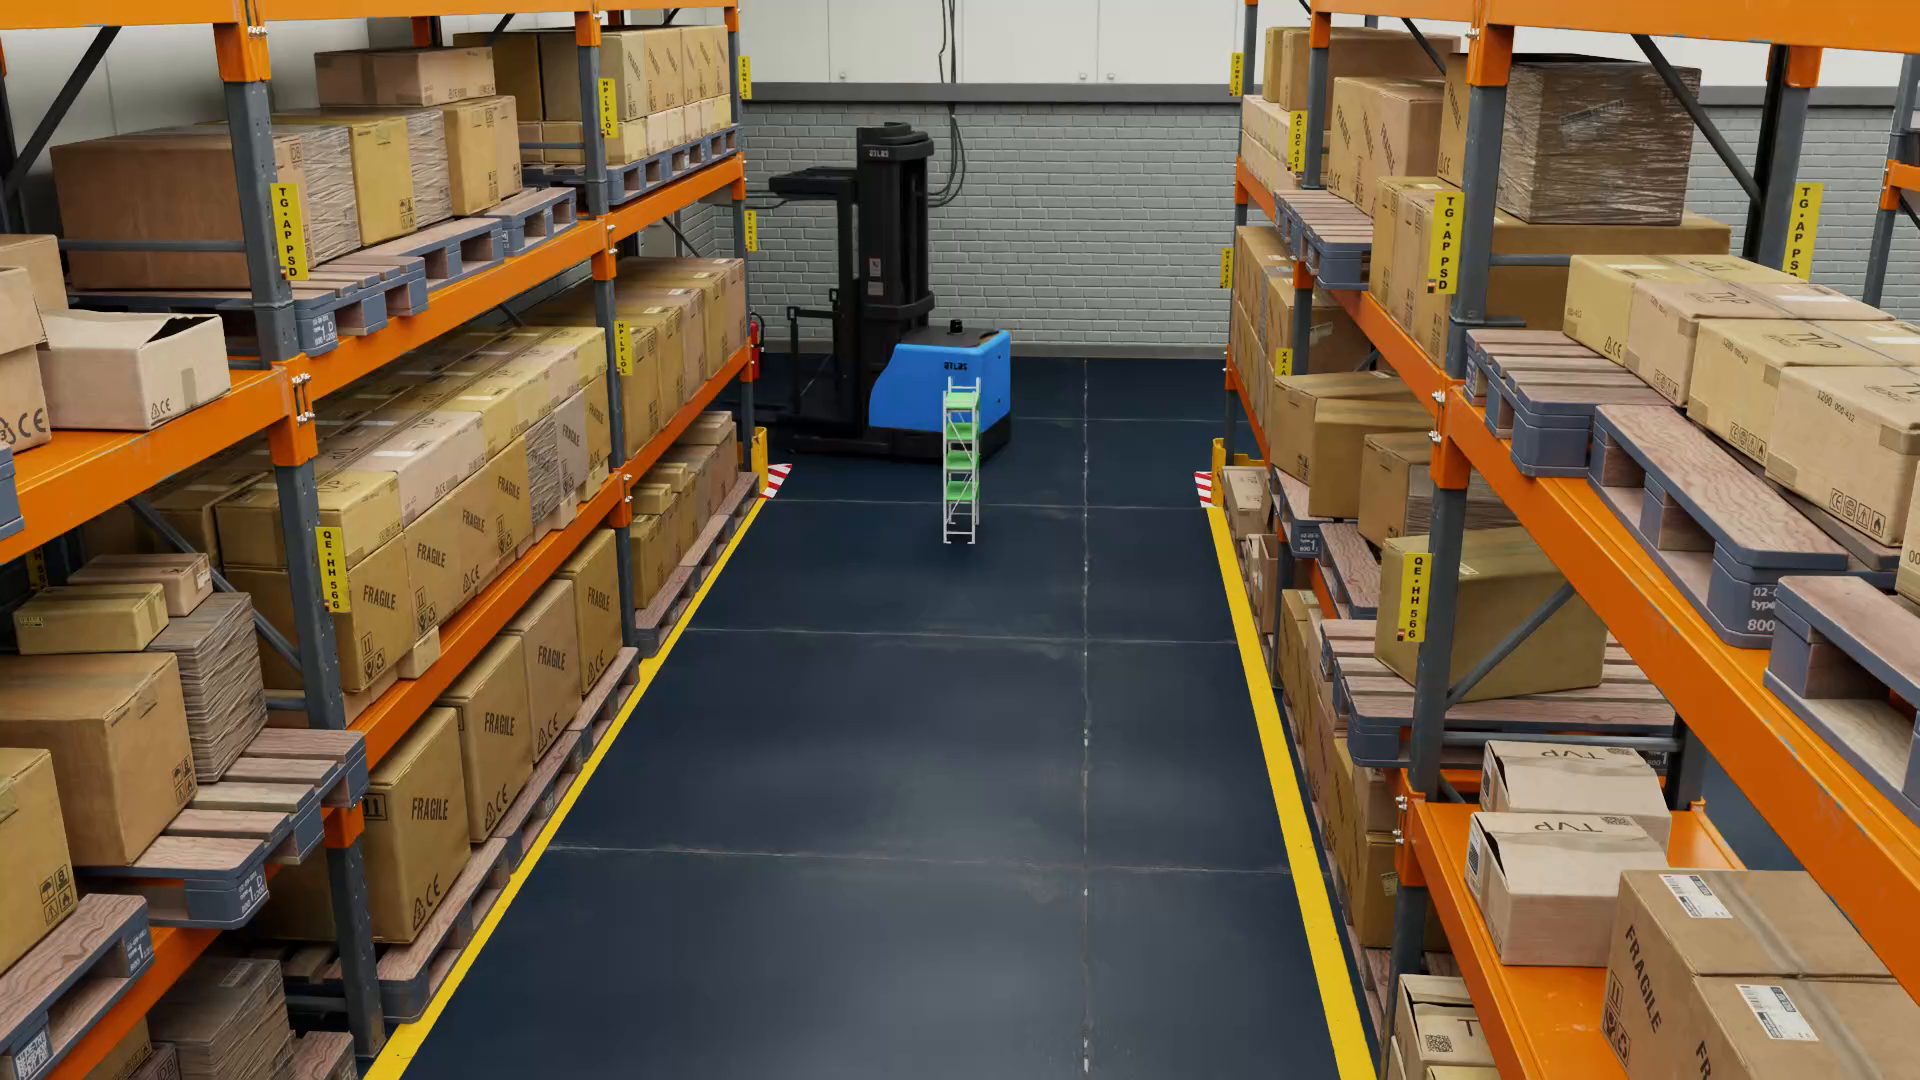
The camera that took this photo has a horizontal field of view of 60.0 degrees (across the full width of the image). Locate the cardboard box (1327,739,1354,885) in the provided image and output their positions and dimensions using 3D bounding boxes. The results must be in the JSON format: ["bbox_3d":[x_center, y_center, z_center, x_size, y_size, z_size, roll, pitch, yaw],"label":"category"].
[{"bbox_3d":[1.990,1.245,7.614,0.500,0.500,0.500,1,18,2],"label":"cardboard box"}]

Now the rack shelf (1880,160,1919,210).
[{"bbox_3d":[7.490,-2.113,10.892,1.077,0.370,4.000,1,18,4],"label":"rack shelf"}]

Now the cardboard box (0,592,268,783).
[{"bbox_3d":[-2.846,0.503,5.704,0.700,0.500,0.500,-1,18,-3],"label":"cardboard box"}]

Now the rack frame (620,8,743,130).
[{"bbox_3d":[-2.248,-4.722,12.883,1.000,3.000,0.127,1,18,4],"label":"rack frame"}]

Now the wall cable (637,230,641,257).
[{"bbox_3d":[-3.100,-2.773,14.937,0.084,1.984,1.851,1,18,4],"label":"wall cable"}]

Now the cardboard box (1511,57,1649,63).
[{"bbox_3d":[2.193,-1.519,6.159,0.500,0.500,0.500,1,18,4],"label":"cardboard box"}]

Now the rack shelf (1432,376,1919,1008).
[{"bbox_3d":[1.976,0.260,3.650,1.077,0.370,4.000,1,18,4],"label":"rack shelf"}]

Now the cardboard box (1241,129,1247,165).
[{"bbox_3d":[2.402,-2.962,12.570,0.500,0.250,0.500,1,18,4],"label":"cardboard box"}]

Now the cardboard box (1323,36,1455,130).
[{"bbox_3d":[2.403,-2.620,9.517,0.700,0.500,0.500,1,18,4],"label":"cardboard box"}]

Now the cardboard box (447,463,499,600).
[{"bbox_3d":[-2.448,-0.047,7.579,0.500,0.500,0.500,1,18,4],"label":"cardboard box"}]

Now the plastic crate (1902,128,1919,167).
[{"bbox_3d":[7.328,-2.900,12.350,0.497,0.269,0.590,1,18,4],"label":"plastic crate"}]

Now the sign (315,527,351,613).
[{"bbox_3d":[-2.280,0.110,6.039,0.100,0.325,0.005,1,18,4],"label":"sign"}]

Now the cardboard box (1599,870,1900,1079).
[{"bbox_3d":[2.015,1.197,4.294,0.500,0.500,0.500,0,18,1],"label":"cardboard box"}]

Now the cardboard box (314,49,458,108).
[{"bbox_3d":[-2.754,-2.225,8.009,0.500,0.250,0.500,1,18,2],"label":"cardboard box"}]

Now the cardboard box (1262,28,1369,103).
[{"bbox_3d":[2.552,-3.397,11.889,0.700,0.500,0.500,1,18,4],"label":"cardboard box"}]

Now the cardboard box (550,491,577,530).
[{"bbox_3d":[-2.295,-0.166,8.984,0.380,0.149,0.250,1,18,4],"label":"cardboard box"}]

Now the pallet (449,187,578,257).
[{"bbox_3d":[-2.552,-1.678,8.716,0.805,0.209,1.217,1,18,2],"label":"pallet"}]

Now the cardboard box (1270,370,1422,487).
[{"bbox_3d":[2.149,-0.625,9.177,0.700,0.500,0.500,-5,19,-15],"label":"cardboard box"}]

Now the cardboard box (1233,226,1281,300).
[{"bbox_3d":[2.398,-2.153,12.909,0.500,0.500,0.500,2,18,6],"label":"cardboard box"}]

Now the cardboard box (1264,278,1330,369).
[{"bbox_3d":[2.218,-1.364,10.503,0.500,0.500,0.500,1,18,3],"label":"cardboard box"}]

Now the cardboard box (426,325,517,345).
[{"bbox_3d":[-2.828,-1.047,9.426,0.500,0.250,0.500,2,18,6],"label":"cardboard box"}]

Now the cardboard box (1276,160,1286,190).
[{"bbox_3d":[2.222,-2.186,10.201,0.500,0.250,0.500,1,18,4],"label":"cardboard box"}]

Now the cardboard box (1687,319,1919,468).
[{"bbox_3d":[2.071,-0.348,3.918,0.500,0.250,0.500,1,18,3],"label":"cardboard box"}]

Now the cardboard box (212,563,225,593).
[{"bbox_3d":[-3.051,0.262,6.635,0.500,0.500,0.500,1,18,4],"label":"cardboard box"}]

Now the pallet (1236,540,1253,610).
[{"bbox_3d":[2.541,0.212,11.937,1.003,0.211,1.213,1,18,4],"label":"pallet"}]

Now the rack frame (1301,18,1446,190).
[{"bbox_3d":[2.406,-3.371,8.758,1.000,3.000,0.127,1,18,4],"label":"rack frame"}]

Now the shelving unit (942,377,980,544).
[{"bbox_3d":[0.012,-0.622,12.893,0.258,1.200,0.503,1,18,4],"label":"shelving unit"}]

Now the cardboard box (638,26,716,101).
[{"bbox_3d":[-2.075,-3.440,11.990,0.500,0.500,0.500,2,18,6],"label":"cardboard box"}]

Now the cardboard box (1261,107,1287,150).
[{"bbox_3d":[2.284,-2.734,11.071,0.500,0.250,0.500,1,18,4],"label":"cardboard box"}]

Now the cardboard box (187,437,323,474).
[{"bbox_3d":[-3.007,-0.249,6.991,0.500,0.250,0.500,1,18,2],"label":"cardboard box"}]

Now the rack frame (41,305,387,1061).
[{"bbox_3d":[-2.822,0.613,6.235,1.000,3.000,0.127,1,18,4],"label":"rack frame"}]

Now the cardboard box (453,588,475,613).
[{"bbox_3d":[-2.503,0.226,7.788,0.380,0.149,0.250,2,18,5],"label":"cardboard box"}]

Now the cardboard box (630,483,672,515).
[{"bbox_3d":[-2.173,-0.281,11.263,0.380,0.149,0.250,2,18,6],"label":"cardboard box"}]

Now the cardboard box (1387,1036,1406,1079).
[{"bbox_3d":[1.789,1.986,5.787,0.500,0.250,0.500,1,18,4],"label":"cardboard box"}]

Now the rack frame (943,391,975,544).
[{"bbox_3d":[-0.006,-0.546,12.662,0.240,1.200,0.015,1,18,4],"label":"rack frame"}]

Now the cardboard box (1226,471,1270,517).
[{"bbox_3d":[2.335,-0.347,12.873,0.500,0.250,0.500,1,18,4],"label":"cardboard box"}]

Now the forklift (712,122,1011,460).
[{"bbox_3d":[-1.094,-2.326,15.315,3.031,2.935,1.130,6,19,17],"label":"forklift"}]

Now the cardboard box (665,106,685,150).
[{"bbox_3d":[-2.142,-2.757,11.107,0.500,0.250,0.500,1,18,2],"label":"cardboard box"}]

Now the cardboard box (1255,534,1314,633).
[{"bbox_3d":[2.164,0.276,10.572,0.500,0.500,0.500,1,18,4],"label":"cardboard box"}]

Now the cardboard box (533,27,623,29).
[{"bbox_3d":[-2.622,-3.287,11.522,0.500,0.500,0.500,1,18,4],"label":"cardboard box"}]

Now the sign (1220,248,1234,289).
[{"bbox_3d":[2.152,-2.186,13.385,0.100,0.325,0.005,1,18,4],"label":"sign"}]

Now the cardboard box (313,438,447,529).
[{"bbox_3d":[-2.494,-0.244,6.975,0.500,0.250,0.500,1,18,3],"label":"cardboard box"}]

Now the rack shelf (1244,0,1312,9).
[{"bbox_3d":[2.549,-3.648,10.766,1.077,0.370,4.000,1,18,4],"label":"rack shelf"}]

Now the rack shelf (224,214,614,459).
[{"bbox_3d":[-2.678,-1.092,7.775,1.077,0.370,4.000,1,18,4],"label":"rack shelf"}]

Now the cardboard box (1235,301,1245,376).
[{"bbox_3d":[2.366,-1.517,12.576,0.500,0.500,0.500,1,18,3],"label":"cardboard box"}]

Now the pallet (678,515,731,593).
[{"bbox_3d":[-2.318,0.082,12.335,1.003,0.211,1.213,1,18,4],"label":"pallet"}]

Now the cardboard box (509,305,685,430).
[{"bbox_3d":[-2.422,-1.166,11.184,0.980,0.700,0.700,1,18,3],"label":"cardboard box"}]

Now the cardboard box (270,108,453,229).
[{"bbox_3d":[-2.783,-1.712,7.646,0.700,0.500,0.500,1,18,4],"label":"cardboard box"}]

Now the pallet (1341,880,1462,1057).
[{"bbox_3d":[2.211,1.817,7.040,1.003,0.211,1.213,1,18,4],"label":"pallet"}]

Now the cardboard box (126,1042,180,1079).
[{"bbox_3d":[-2.974,1.974,5.389,0.700,0.500,0.500,1,18,4],"label":"cardboard box"}]

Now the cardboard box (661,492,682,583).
[{"bbox_3d":[-2.340,-0.027,11.528,0.700,0.500,0.500,1,18,3],"label":"cardboard box"}]

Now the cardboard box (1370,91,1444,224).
[{"bbox_3d":[2.204,-1.671,7.392,0.600,0.600,0.600,1,18,2],"label":"cardboard box"}]

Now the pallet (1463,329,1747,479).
[{"bbox_3d":[2.160,-0.400,4.814,1.213,0.211,1.003,2,18,6],"label":"pallet"}]

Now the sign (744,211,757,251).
[{"bbox_3d":[-1.708,-2.518,13.550,0.100,0.325,0.005,1,18,4],"label":"sign"}]

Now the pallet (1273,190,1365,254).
[{"bbox_3d":[2.289,-1.655,8.641,1.213,0.211,1.003,1,18,4],"label":"pallet"}]
